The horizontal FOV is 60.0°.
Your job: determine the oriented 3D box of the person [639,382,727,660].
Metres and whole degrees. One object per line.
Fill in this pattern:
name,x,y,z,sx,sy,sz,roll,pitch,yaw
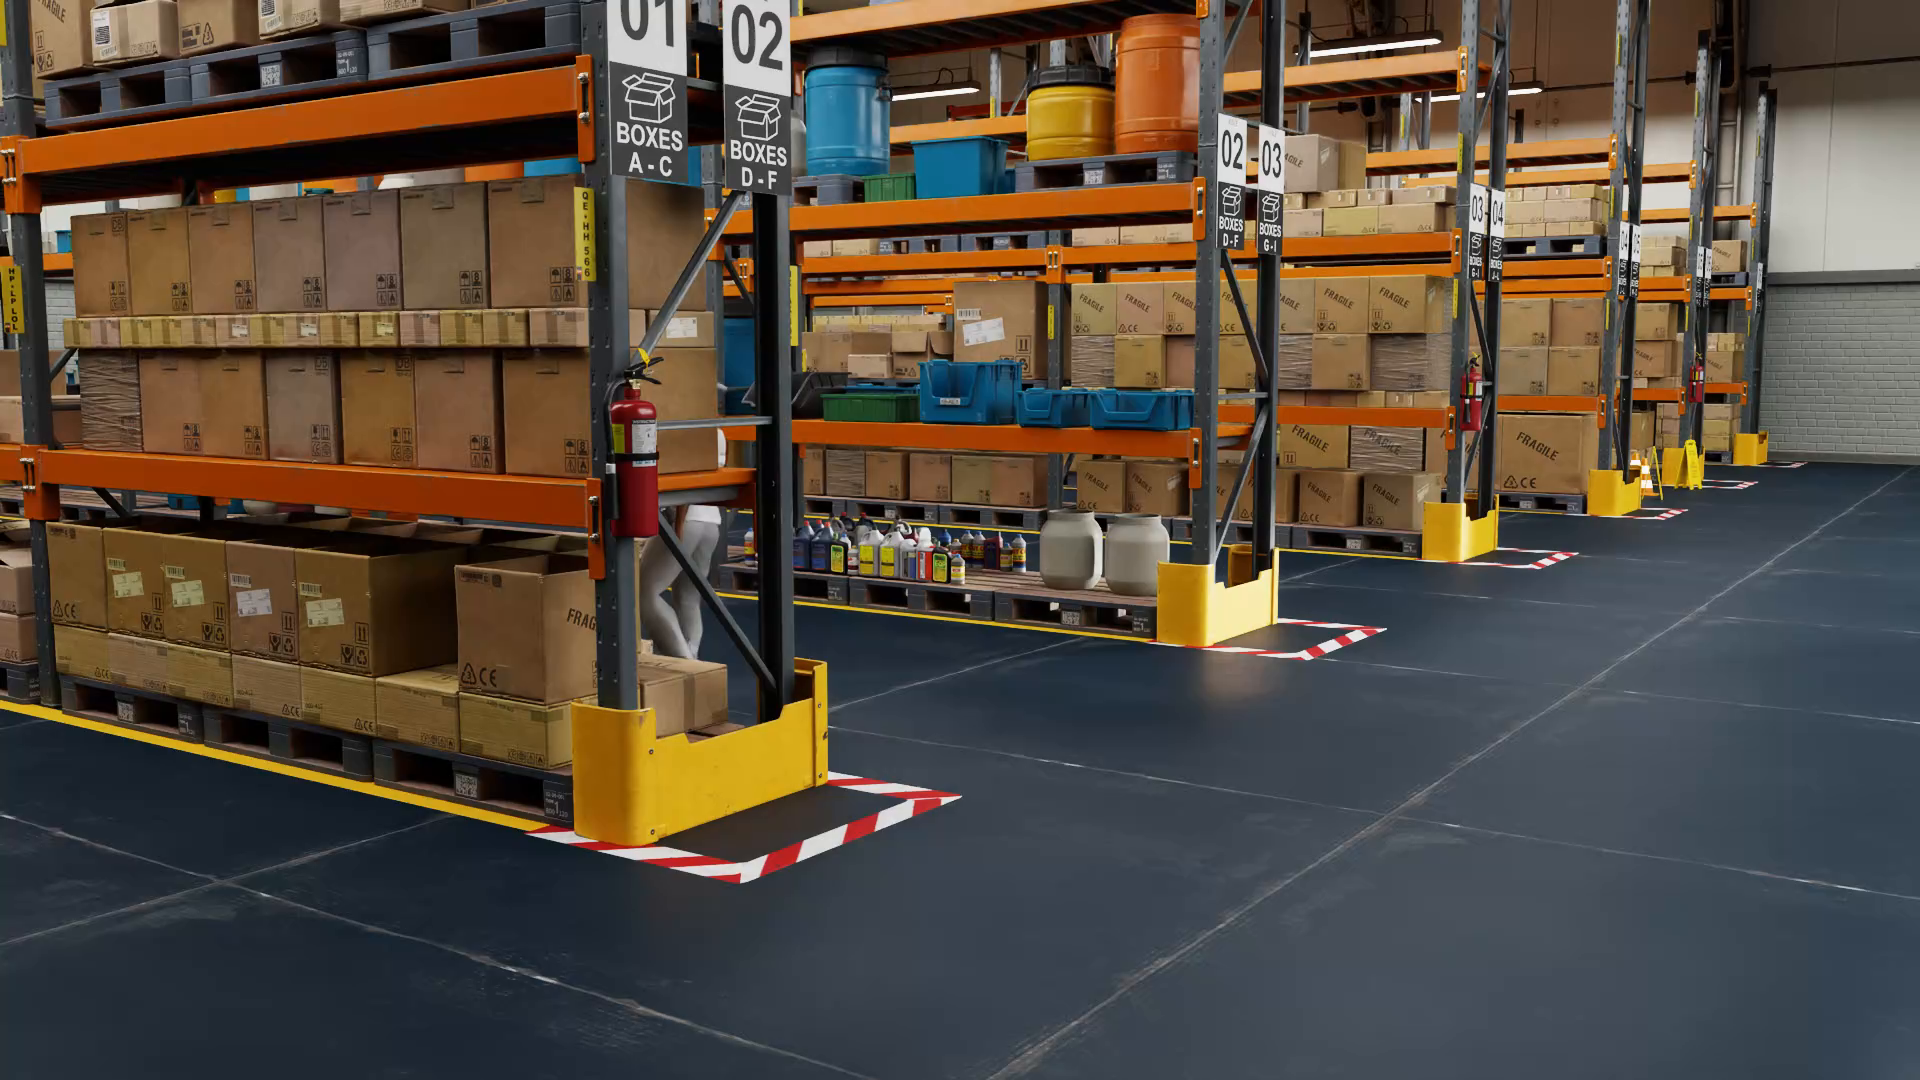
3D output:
person,-1.461,-0.021,8.530,0.483,1.683,0.636,2,7,20
